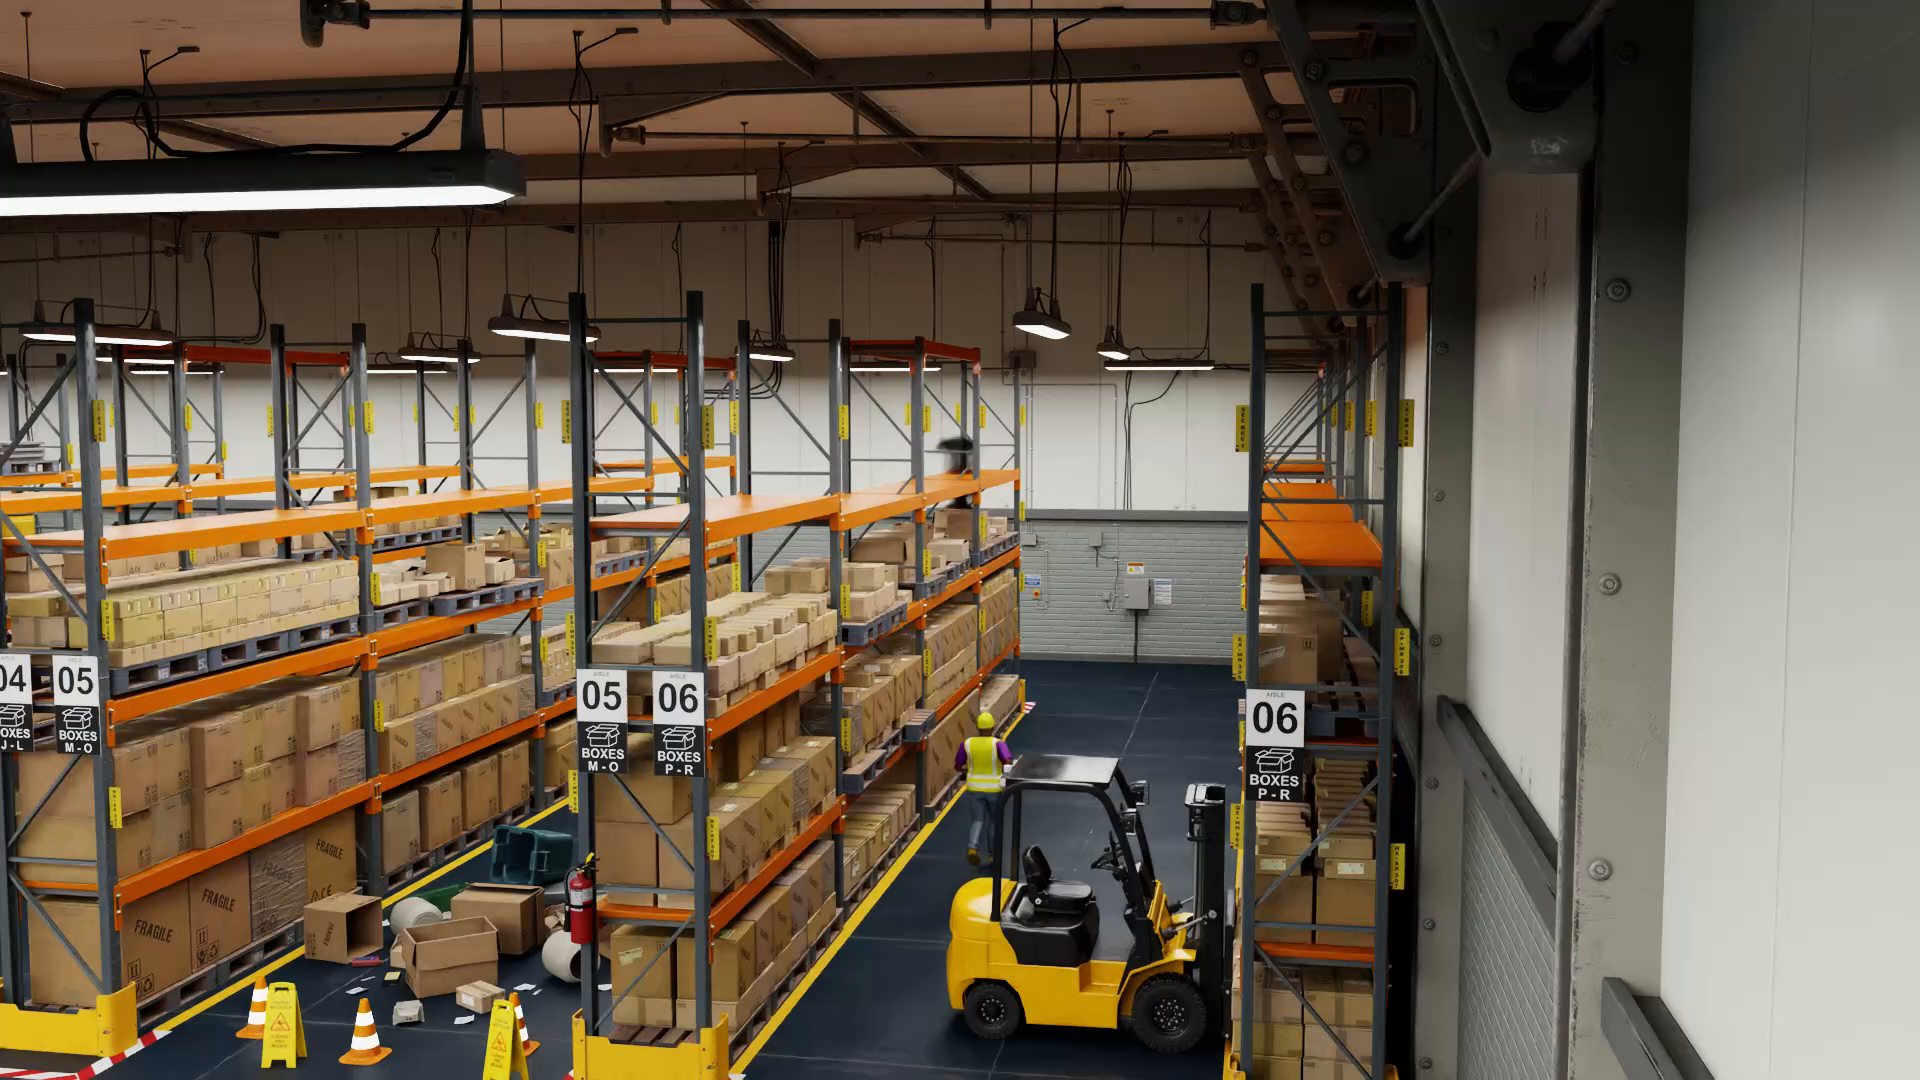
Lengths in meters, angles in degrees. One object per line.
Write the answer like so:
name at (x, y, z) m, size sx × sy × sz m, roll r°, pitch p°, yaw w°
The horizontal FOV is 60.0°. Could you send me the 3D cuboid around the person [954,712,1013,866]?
person at (0.283, 2.796, 18.478) m, size 0.701 × 1.773 × 0.969 m, roll 1°, pitch 5°, yaw 13°
